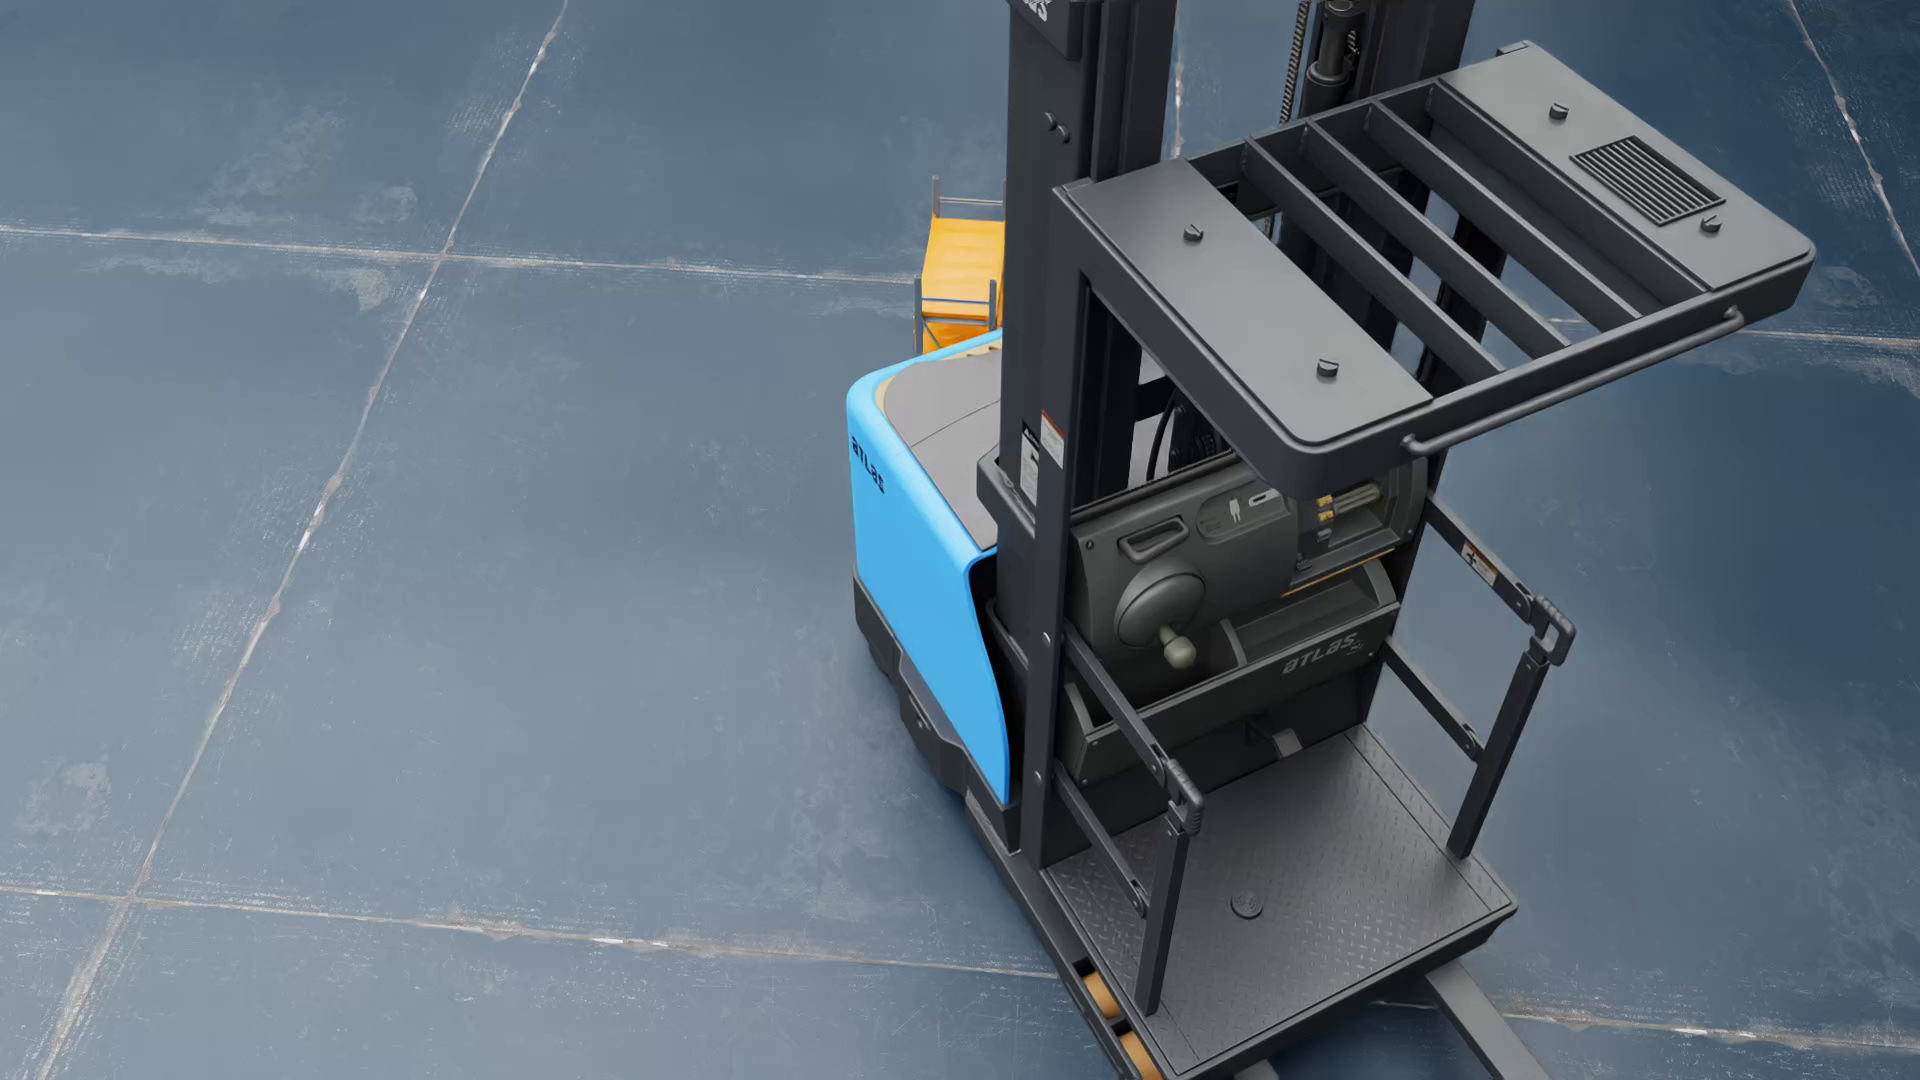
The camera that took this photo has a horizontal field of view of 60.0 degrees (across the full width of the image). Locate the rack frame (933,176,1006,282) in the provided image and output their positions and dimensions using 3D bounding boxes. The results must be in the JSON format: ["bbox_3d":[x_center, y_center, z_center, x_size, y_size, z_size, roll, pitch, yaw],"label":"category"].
[{"bbox_3d":[0.035,-0.711,5.587,0.240,1.200,0.015,4,48,4],"label":"rack frame"}]

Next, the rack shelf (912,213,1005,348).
[{"bbox_3d":[0.011,-0.797,5.134,0.258,0.148,0.480,4,48,4],"label":"rack shelf"}]

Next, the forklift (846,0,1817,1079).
[{"bbox_3d":[0.784,0.087,3.684,1.130,2.935,3.031,-21,51,-18],"label":"forklift"}]

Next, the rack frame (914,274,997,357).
[{"bbox_3d":[-0.014,-0.353,5.260,0.240,1.200,0.015,4,48,4],"label":"rack frame"}]

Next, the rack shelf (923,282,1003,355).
[{"bbox_3d":[0.011,-0.638,5.308,0.258,0.148,0.480,4,48,4],"label":"rack shelf"}]

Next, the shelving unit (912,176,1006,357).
[{"bbox_3d":[0.011,-0.532,5.423,0.258,1.200,0.503,4,48,4],"label":"shelving unit"}]
